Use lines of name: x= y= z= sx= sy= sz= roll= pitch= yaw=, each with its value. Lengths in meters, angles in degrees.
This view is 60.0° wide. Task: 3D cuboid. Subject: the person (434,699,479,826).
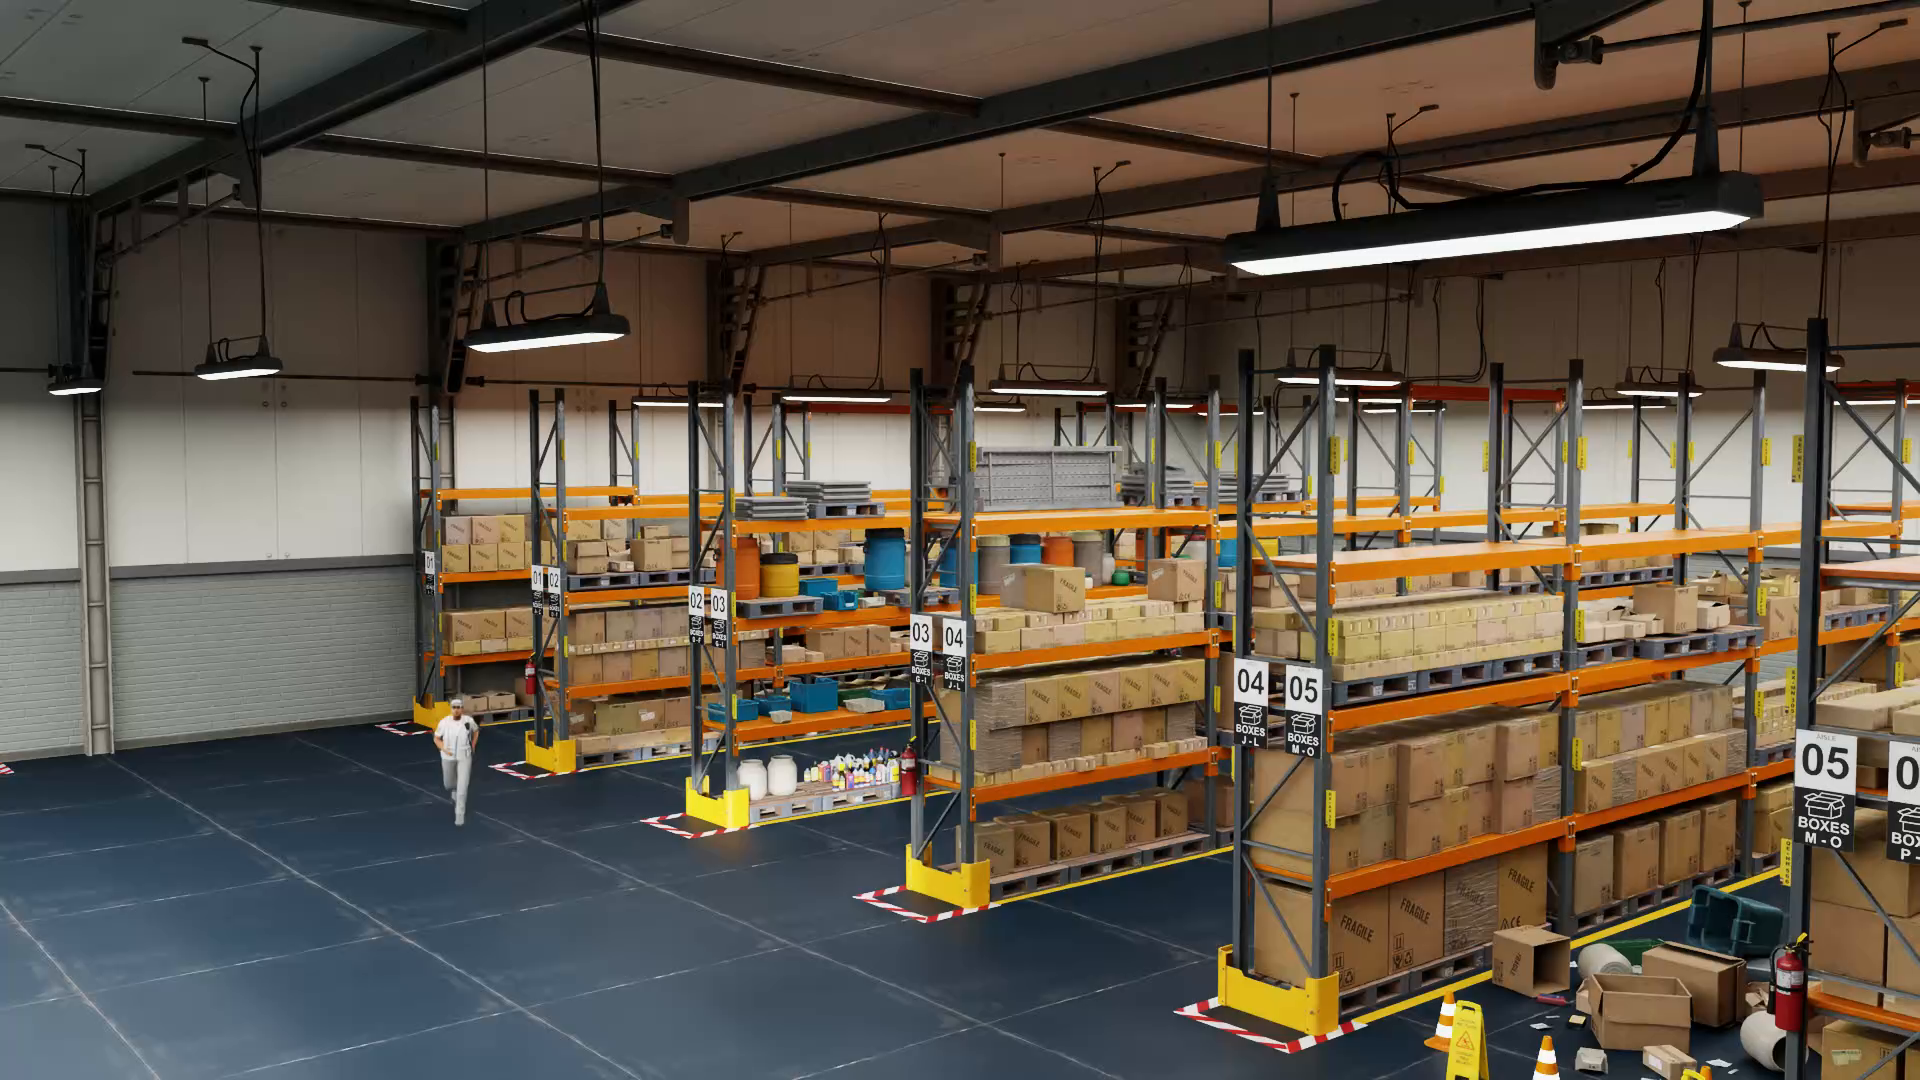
person: x=-6.923 y=3.013 z=22.861 sx=0.578 sy=1.671 sz=1.072 roll=-1 pitch=3 yaw=-9

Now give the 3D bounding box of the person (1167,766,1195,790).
person: x=3.140 y=2.921 z=23.750 sx=0.887 sy=1.695 sz=0.518 roll=-3 pitch=4 yaw=-38

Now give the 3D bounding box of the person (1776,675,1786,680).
person: x=12.449 y=2.868 z=25.032 sx=0.683 sy=1.689 sz=0.583 roll=-2 pitch=4 yaw=-34

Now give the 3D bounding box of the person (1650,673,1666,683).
person: x=10.355 y=2.813 z=24.752 sx=0.664 sy=1.761 sz=0.671 roll=-3 pitch=5 yaw=-42
